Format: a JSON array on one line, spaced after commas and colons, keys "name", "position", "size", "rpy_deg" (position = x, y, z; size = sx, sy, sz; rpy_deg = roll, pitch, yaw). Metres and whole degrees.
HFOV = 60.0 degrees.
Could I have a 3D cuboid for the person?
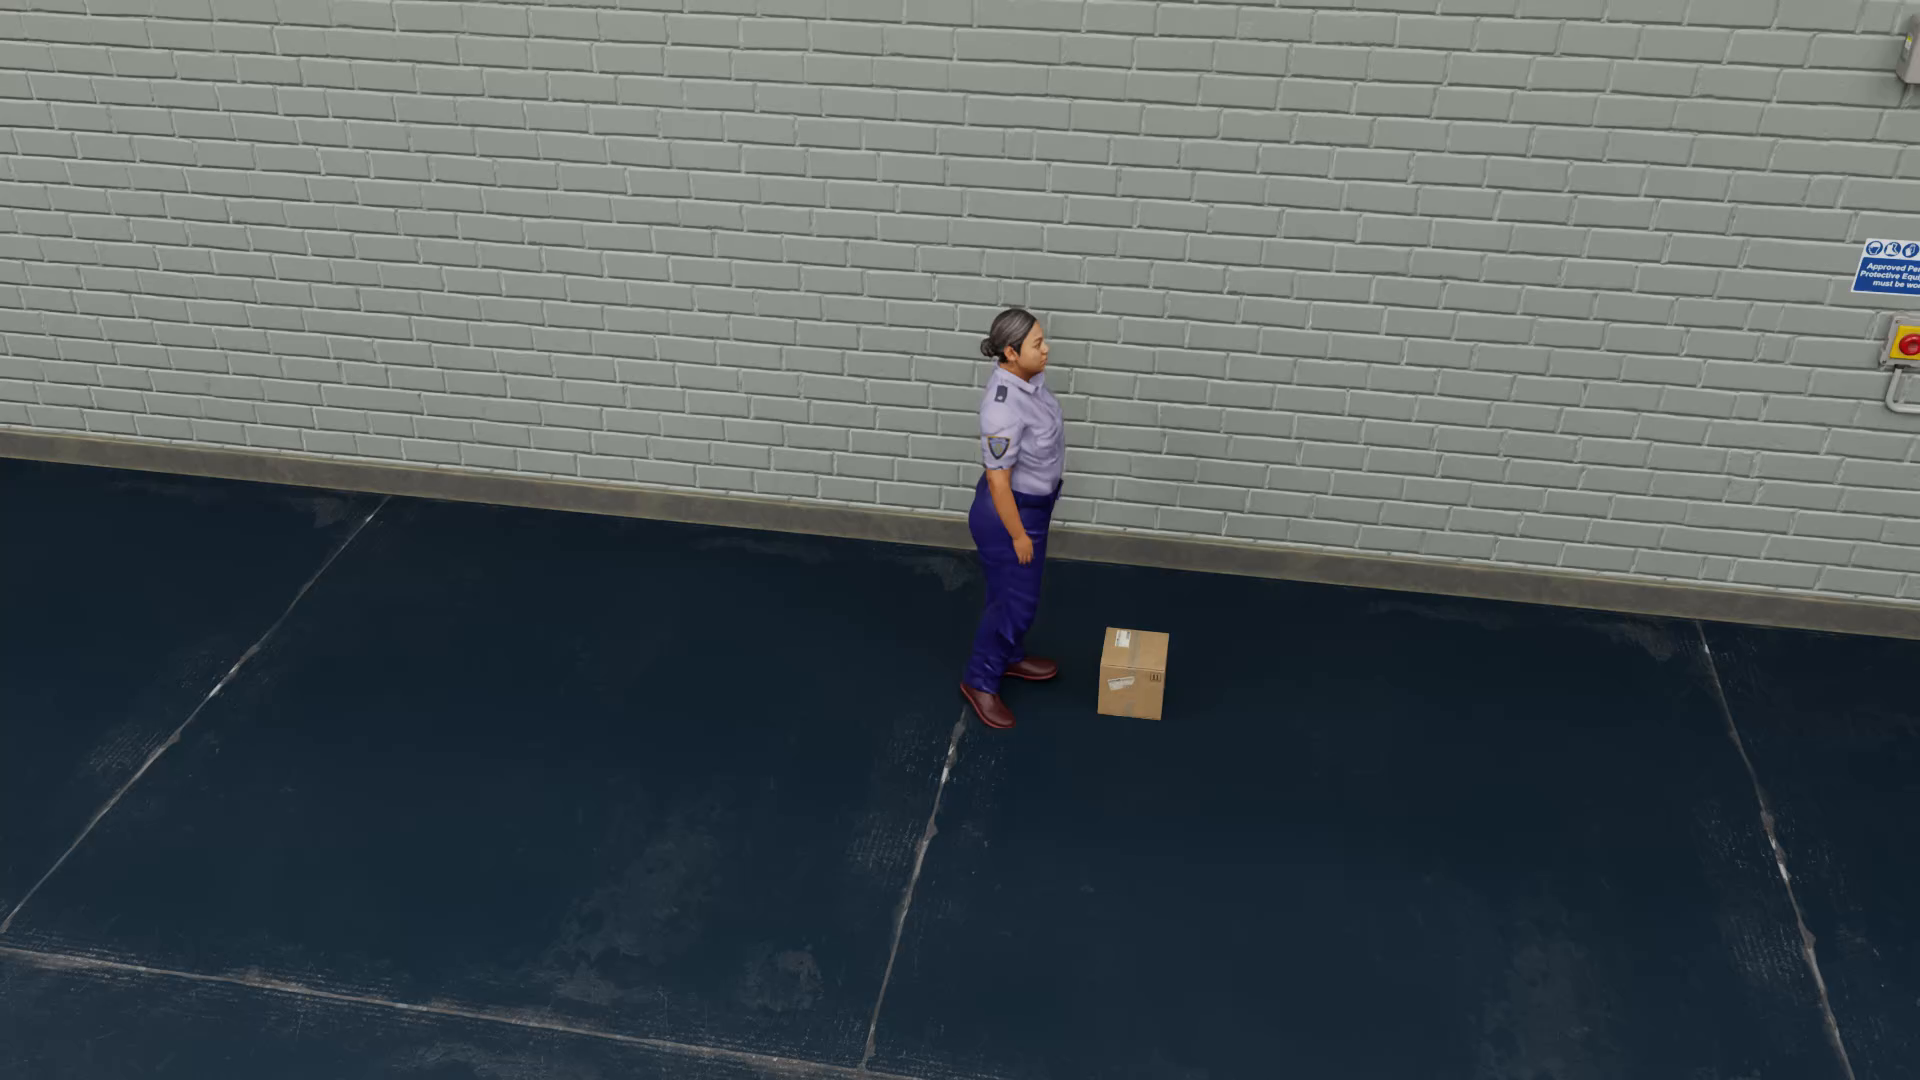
[{"name": "person", "position": [0.197, -0.086, 6.290], "size": [0.377, 1.672, 0.517], "rpy_deg": [5, 33, 8]}]
